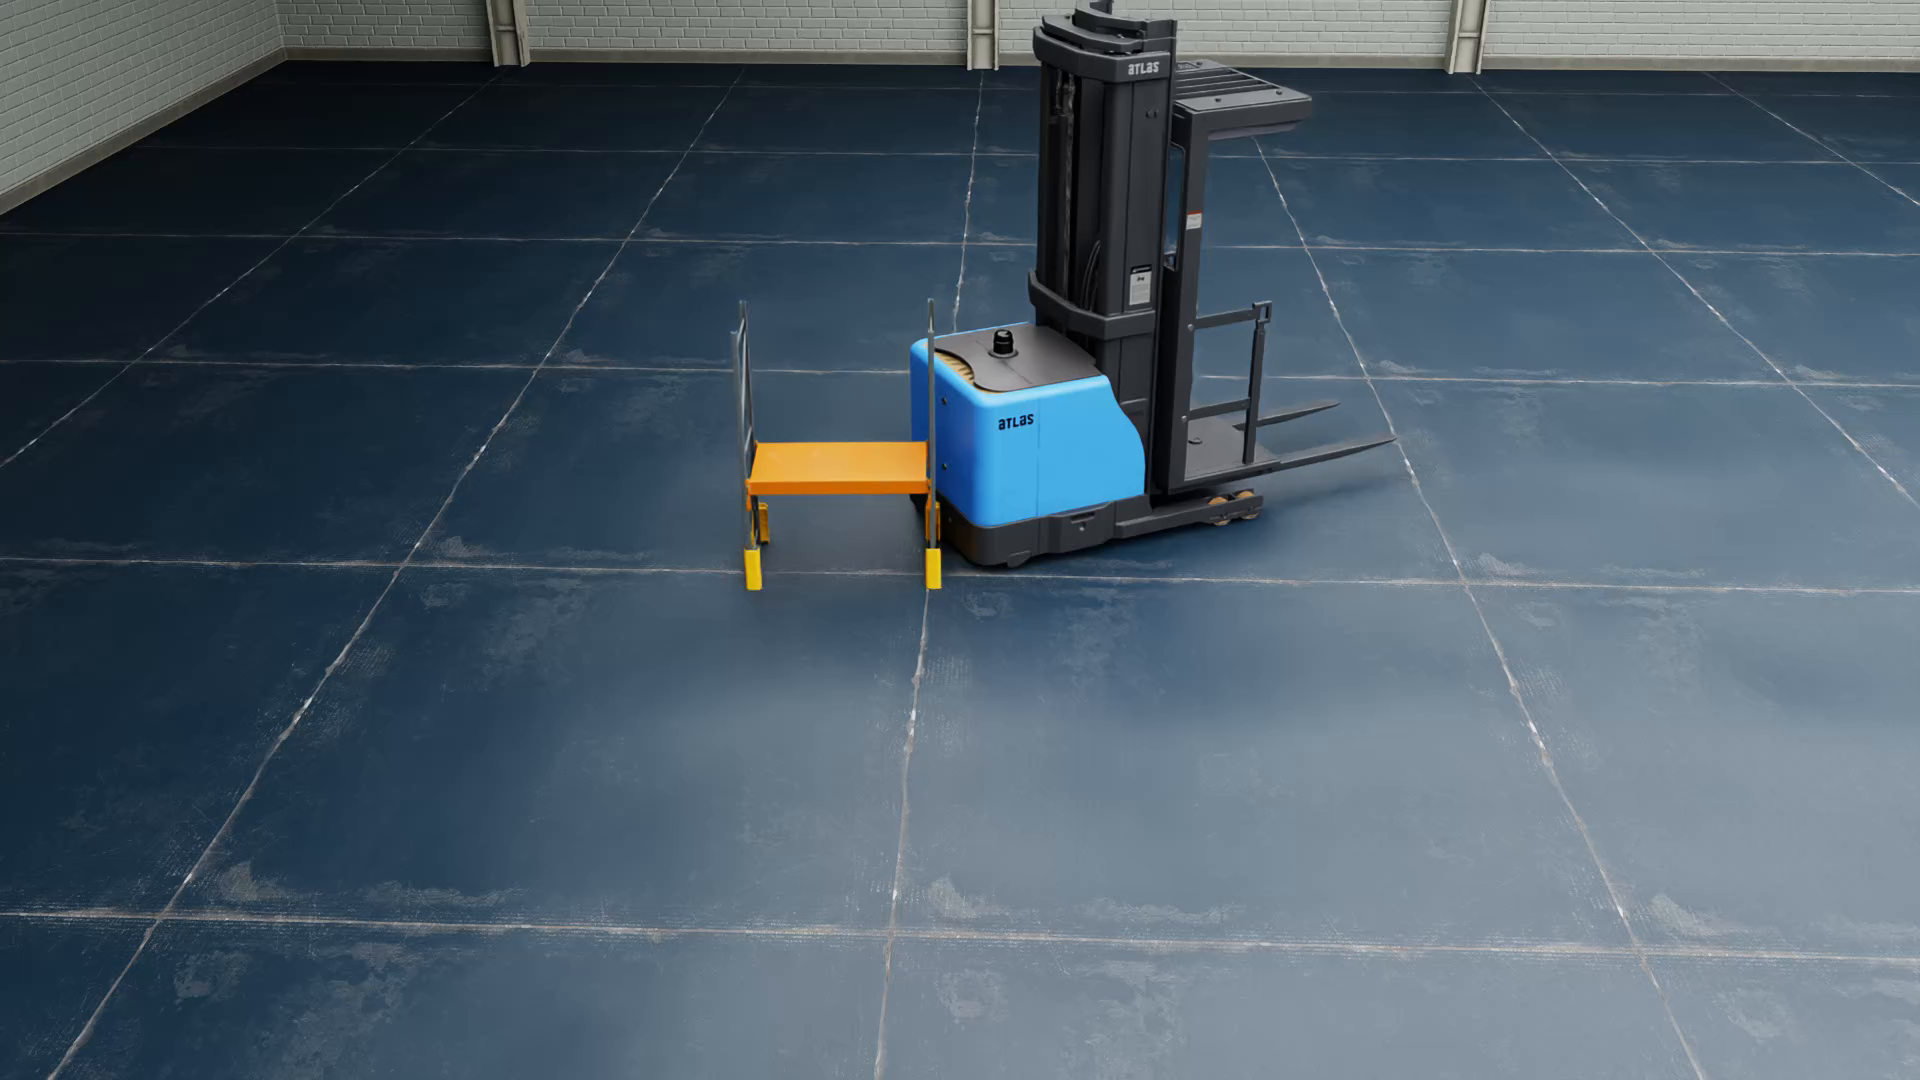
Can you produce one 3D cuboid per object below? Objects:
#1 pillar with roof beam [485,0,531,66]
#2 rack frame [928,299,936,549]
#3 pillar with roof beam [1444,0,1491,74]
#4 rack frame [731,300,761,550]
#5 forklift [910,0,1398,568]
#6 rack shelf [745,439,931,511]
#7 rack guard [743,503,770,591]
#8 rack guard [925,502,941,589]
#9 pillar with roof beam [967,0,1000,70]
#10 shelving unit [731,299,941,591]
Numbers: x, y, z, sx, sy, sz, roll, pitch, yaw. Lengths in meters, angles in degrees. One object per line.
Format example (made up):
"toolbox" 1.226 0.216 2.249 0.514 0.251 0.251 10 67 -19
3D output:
"pillar with roof beam" -5.858 -8.036 15.301 0.400 9.000 9.100 1 28 2
"rack frame" -0.153 -0.527 9.143 0.032 1.500 0.500 0 28 -1
"pillar with roof beam" 6.134 -7.837 14.927 0.400 9.000 9.100 1 28 2
"rack frame" -1.170 -0.519 9.128 0.032 1.500 0.500 0 28 -1
"forklift" 1.256 -1.591 9.621 3.031 2.935 1.130 -12 30 -22
"rack shelf" -0.662 -0.364 9.220 1.000 0.185 0.538 0 28 -1
"rack guard" -1.150 0.033 9.421 0.087 0.250 0.587 0 28 -1
"rack guard" -0.155 0.025 9.436 0.087 0.250 0.587 0 28 -1
"pillar with roof beam" 0.138 -7.937 15.114 0.400 9.000 9.100 1 28 2
"shelving unit" -0.652 -0.523 9.136 1.083 1.500 0.587 0 28 -1
